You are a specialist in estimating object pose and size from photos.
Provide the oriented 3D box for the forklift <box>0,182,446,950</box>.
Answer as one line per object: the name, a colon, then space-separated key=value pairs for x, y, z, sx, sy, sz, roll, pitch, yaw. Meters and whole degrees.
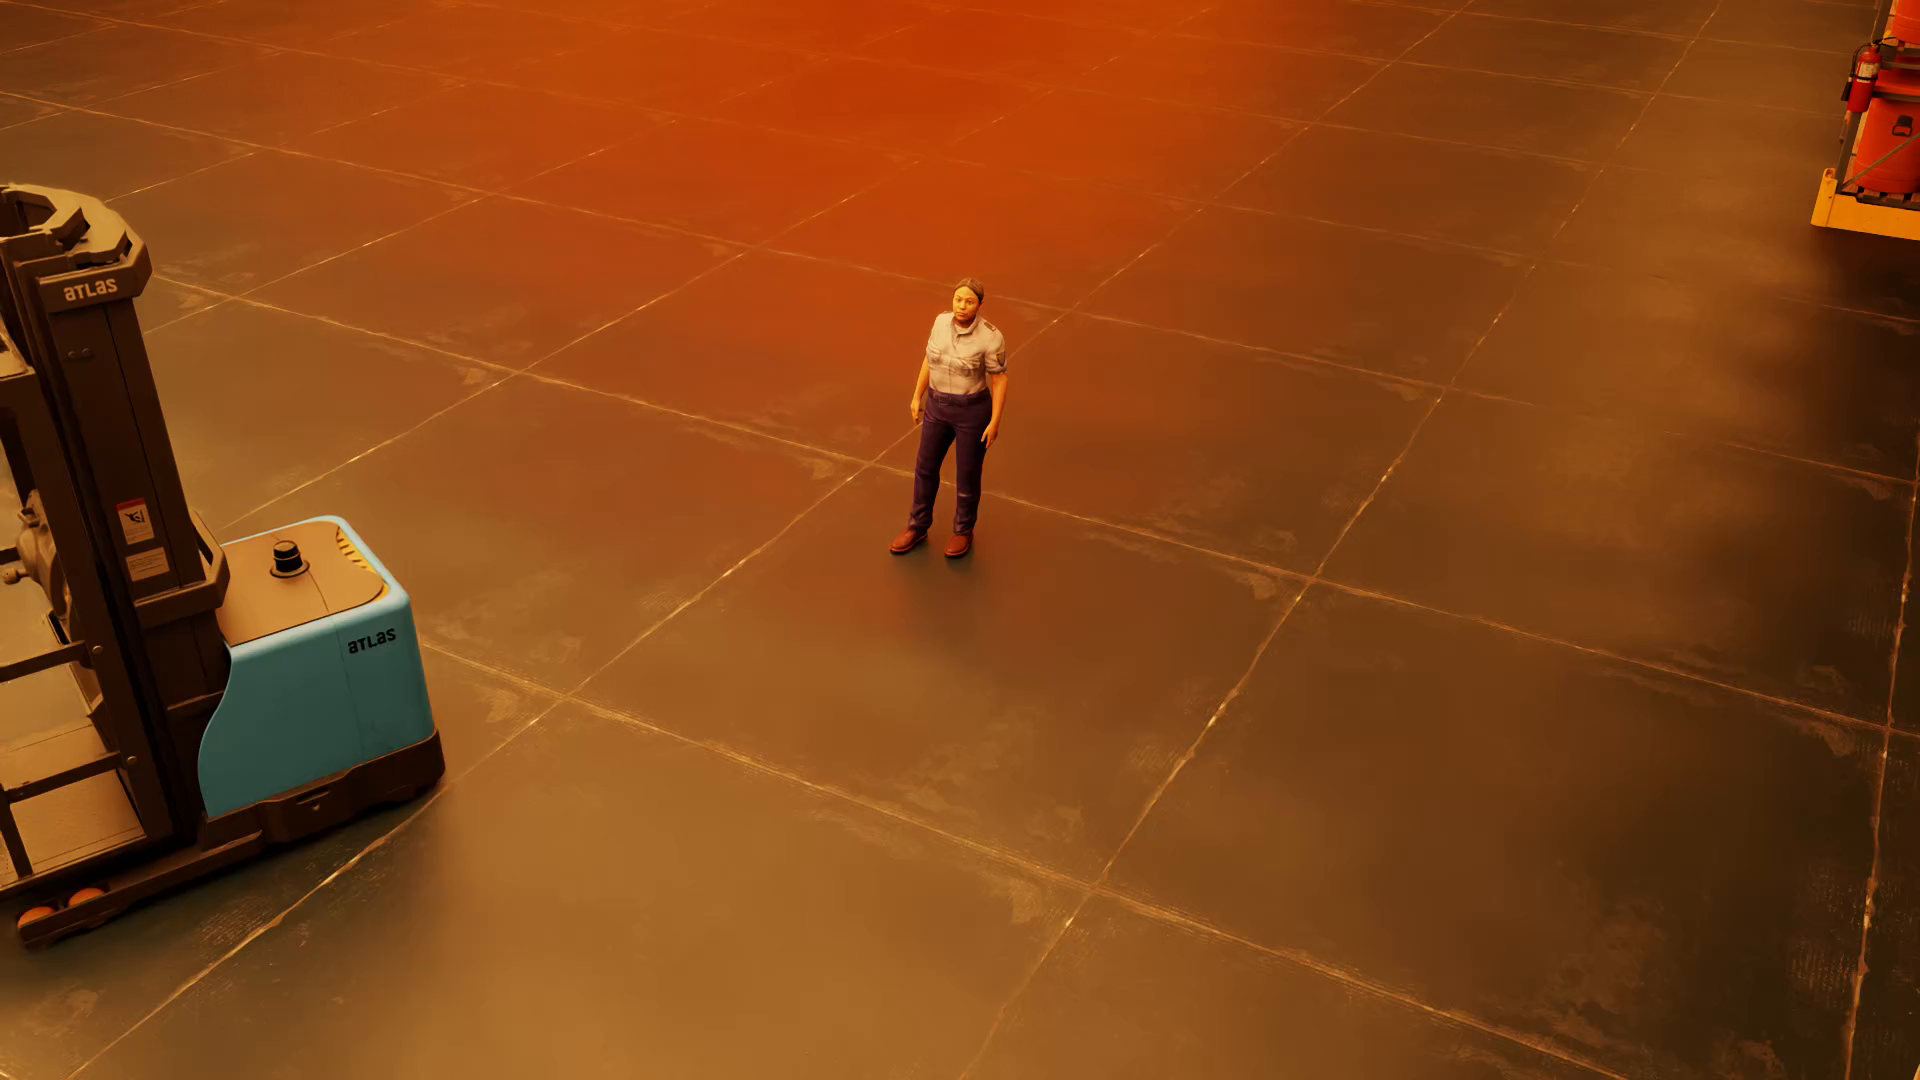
forklift: x=-3.949 y=0.148 z=6.814 sx=3.031 sy=2.935 sz=1.130 roll=-20 pitch=36 yaw=-31

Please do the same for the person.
person: x=-0.064 y=-0.686 z=9.529 sx=0.598 sy=1.651 sz=0.502 roll=15 pitch=33 yaw=25
